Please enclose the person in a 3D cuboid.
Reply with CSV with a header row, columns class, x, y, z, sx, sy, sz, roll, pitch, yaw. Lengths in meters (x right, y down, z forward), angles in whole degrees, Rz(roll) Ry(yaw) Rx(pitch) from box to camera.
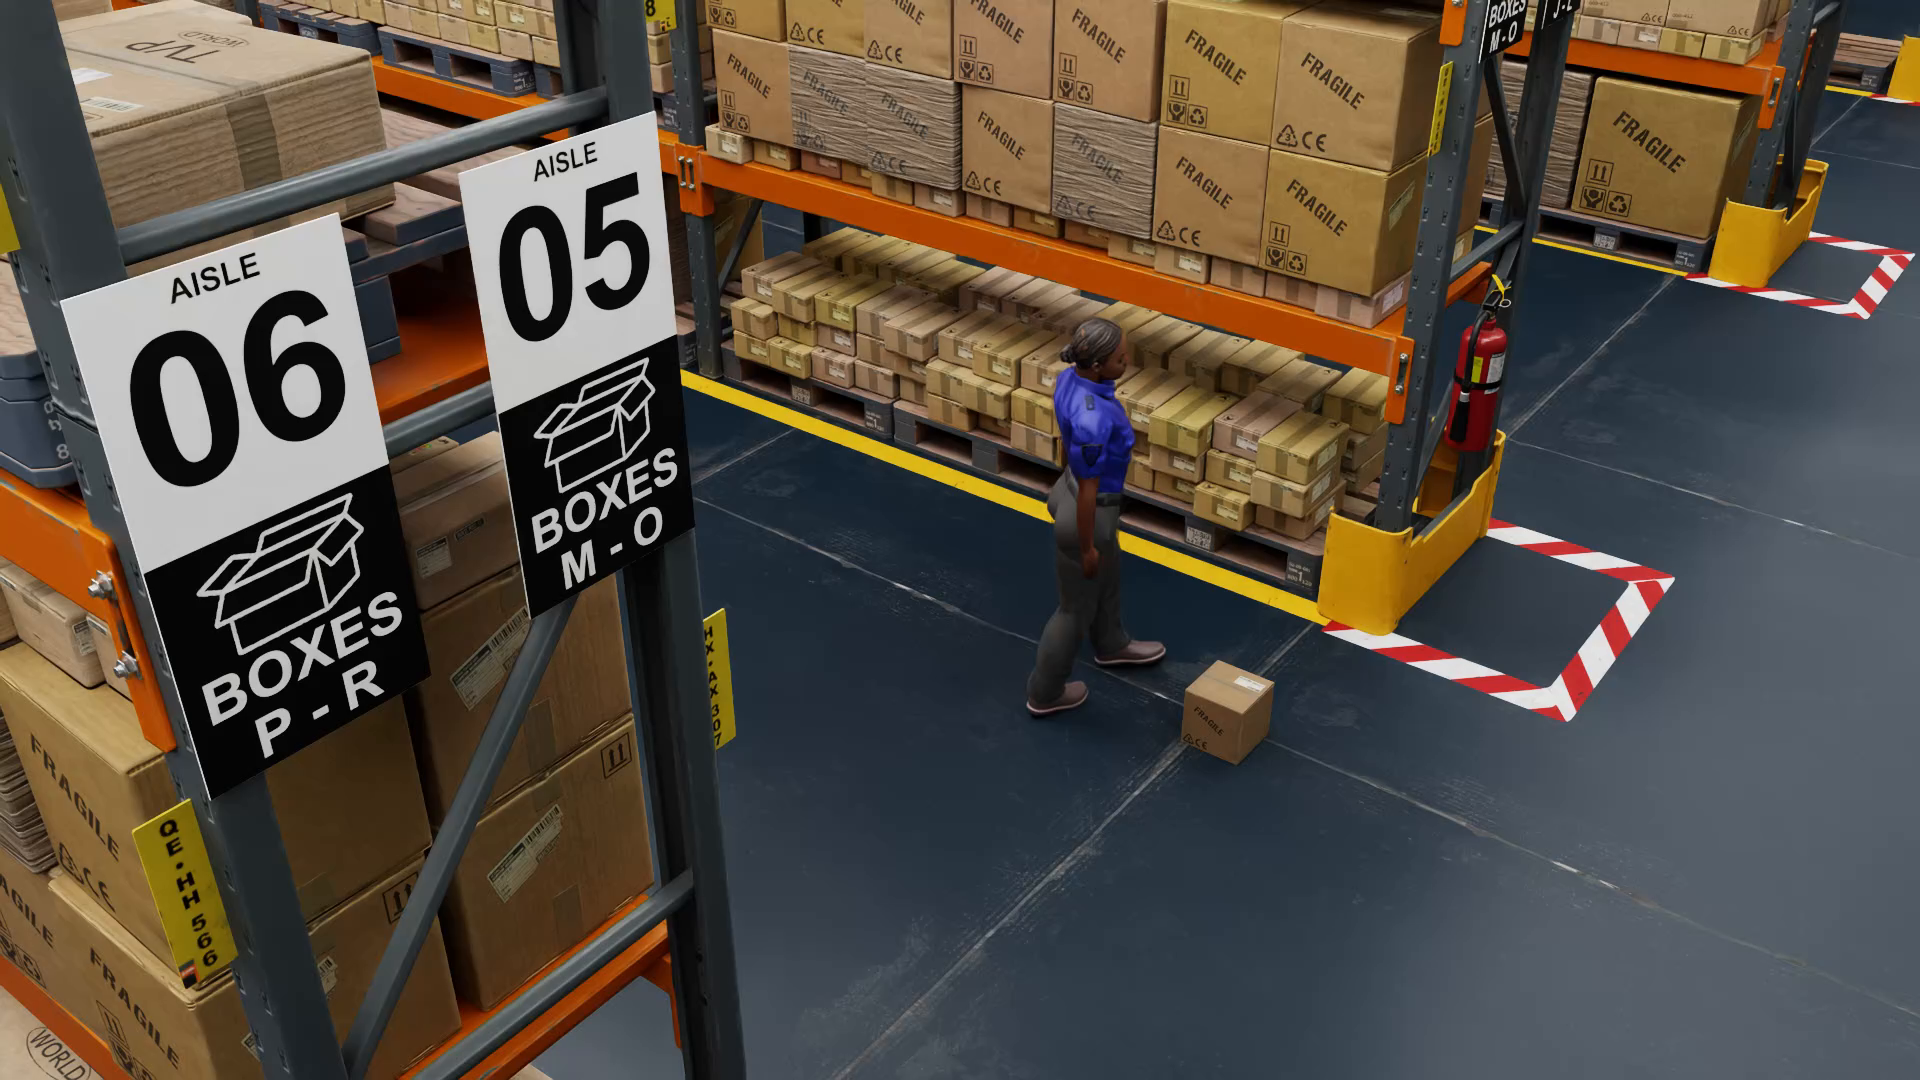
class,x,y,z,sx,sy,sz,roll,pitch,yaw
person,0.558,-0.095,6.295,0.624,1.656,0.469,-4,31,-7
